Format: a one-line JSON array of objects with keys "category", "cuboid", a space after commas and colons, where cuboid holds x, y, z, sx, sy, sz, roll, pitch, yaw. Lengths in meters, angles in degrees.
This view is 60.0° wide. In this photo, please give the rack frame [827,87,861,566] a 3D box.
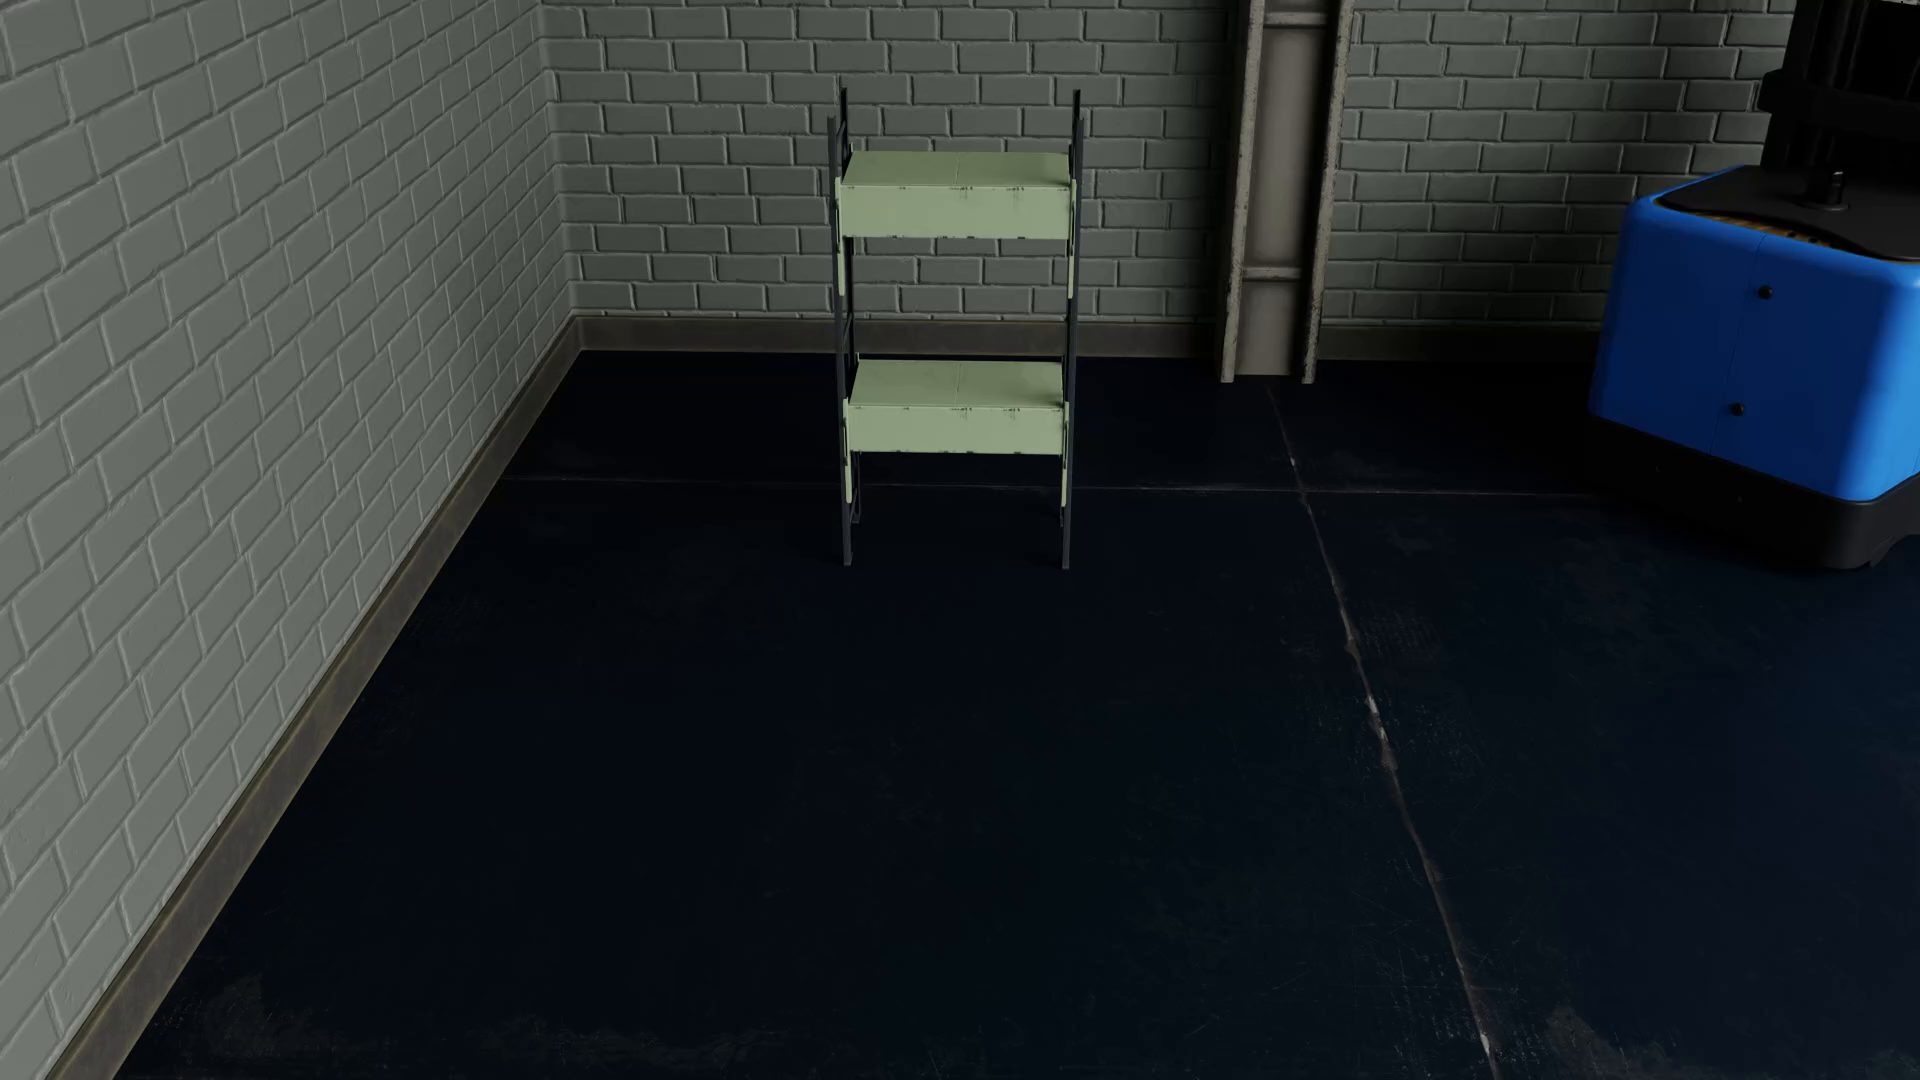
[{"category": "rack frame", "cuboid": [-0.372, -0.669, 5.410, 0.023, 1.500, 0.400, 1, 28, 2]}]

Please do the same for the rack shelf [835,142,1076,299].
[{"category": "rack shelf", "cuboid": [-0.007, -1.008, 5.216, 0.720, 0.370, 0.431, 1, 28, 2]}]

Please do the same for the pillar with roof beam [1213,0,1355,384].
[{"category": "pillar with roof beam", "cuboid": [1.145, -2.694, 1.225, 0.400, 9.000, 9.100, 1, 28, 2]}]

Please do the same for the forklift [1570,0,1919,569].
[{"category": "forklift", "cuboid": [3.691, -1.757, 5.936, 3.031, 2.935, 1.130, -21, 35, -34]}]

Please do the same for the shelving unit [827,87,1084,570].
[{"category": "shelving unit", "cuboid": [-0.007, -0.663, 5.399, 0.755, 1.500, 0.431, 1, 28, 2]}]

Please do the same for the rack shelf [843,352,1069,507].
[{"category": "rack shelf", "cuboid": [-0.007, -0.375, 5.552, 0.720, 0.370, 0.431, 1, 28, 2]}]

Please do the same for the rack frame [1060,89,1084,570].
[{"category": "rack frame", "cuboid": [0.359, -0.657, 5.388, 0.023, 1.500, 0.400, 1, 28, 2]}]
